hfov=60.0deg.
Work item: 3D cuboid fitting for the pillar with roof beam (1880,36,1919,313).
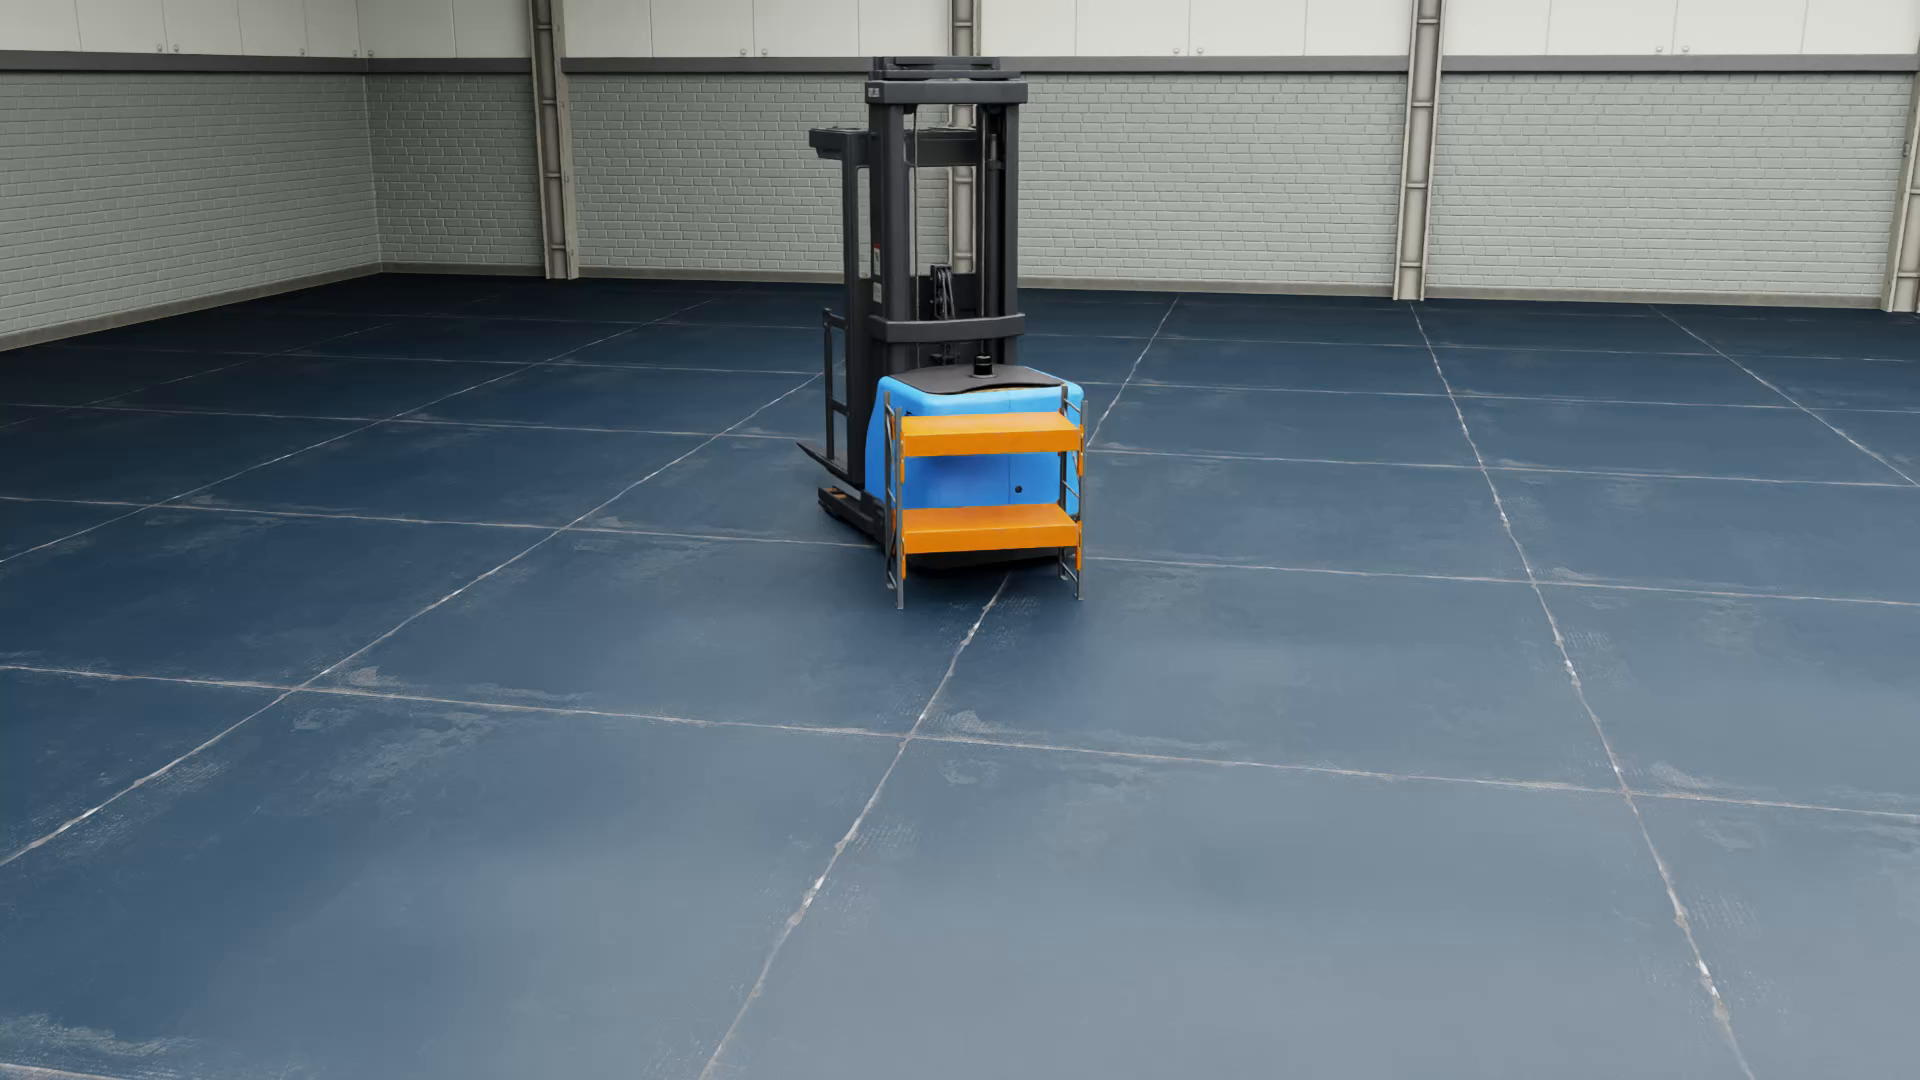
[{"bbox_3d":[10.962,-6.094,15.636,0.400,9.000,9.100,3,16,11],"label":"pillar with roof beam"}]

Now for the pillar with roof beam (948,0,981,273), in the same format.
[{"bbox_3d":[-0.797,-6.733,17.940,0.400,9.000,9.100,3,16,11],"label":"pillar with roof beam"}]

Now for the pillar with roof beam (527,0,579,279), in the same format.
[{"bbox_3d":[-6.677,-7.052,19.093,0.400,9.000,9.100,3,16,11],"label":"pillar with roof beam"}]

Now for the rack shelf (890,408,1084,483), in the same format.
[{"bbox_3d":[0.132,-0.530,9.201,1.000,0.278,0.538,-3,16,-10],"label":"rack shelf"}]

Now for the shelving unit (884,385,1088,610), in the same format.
[{"bbox_3d":[0.132,-0.248,9.279,1.048,1.125,0.538,-3,16,-10],"label":"shelving unit"}]

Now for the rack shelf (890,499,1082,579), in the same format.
[{"bbox_3d":[0.132,-0.012,9.344,1.000,0.278,0.538,-3,16,-10],"label":"rack shelf"}]

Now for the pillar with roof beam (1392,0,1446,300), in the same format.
[{"bbox_3d":[5.083,-6.413,16.788,0.400,9.000,9.100,3,16,11],"label":"pillar with roof beam"}]

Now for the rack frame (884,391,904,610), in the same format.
[{"bbox_3d":[-0.368,-0.224,9.194,0.032,1.125,0.500,-3,16,-10],"label":"rack frame"}]

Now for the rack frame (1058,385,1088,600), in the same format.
[{"bbox_3d":[0.633,-0.271,9.364,0.032,1.125,0.500,-3,16,-10],"label":"rack frame"}]

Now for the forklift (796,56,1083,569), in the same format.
[{"bbox_3d":[-0.304,-1.591,10.746,1.130,2.935,3.031,-7,17,-22],"label":"forklift"}]
